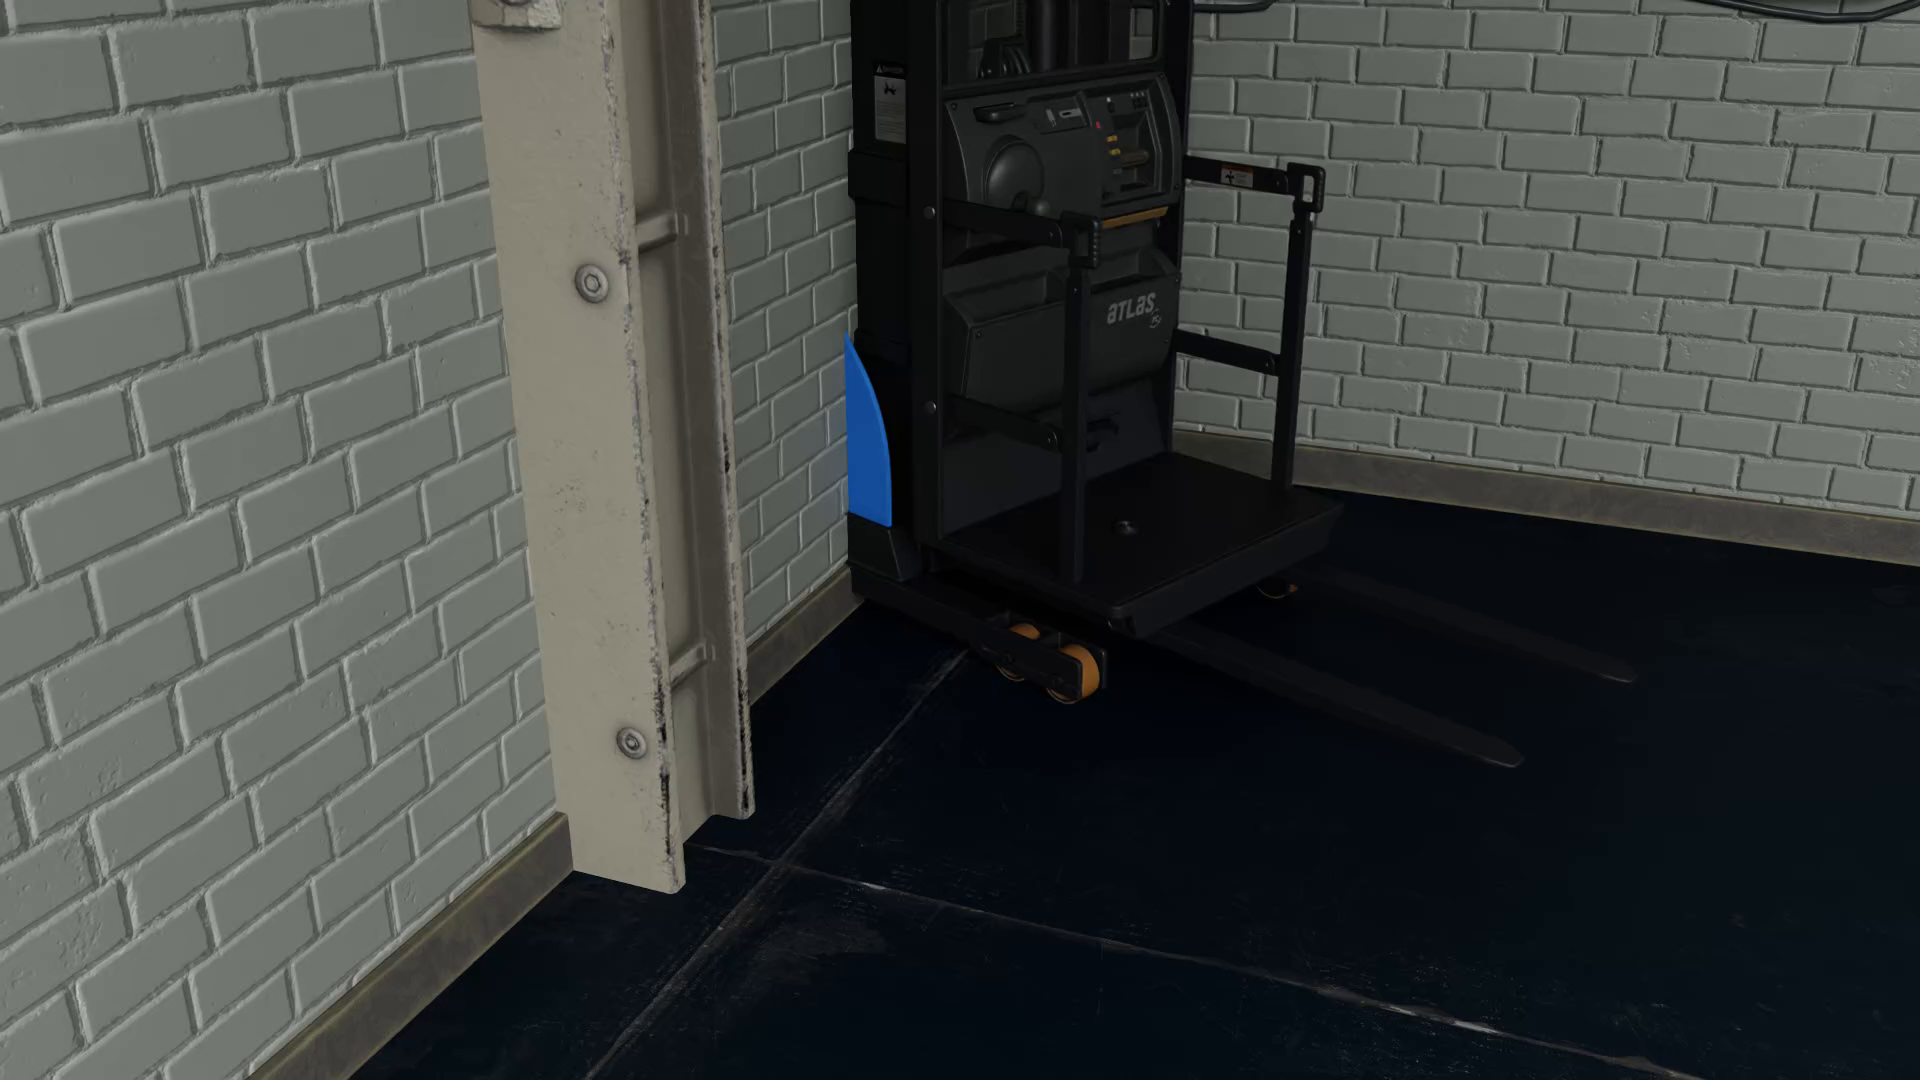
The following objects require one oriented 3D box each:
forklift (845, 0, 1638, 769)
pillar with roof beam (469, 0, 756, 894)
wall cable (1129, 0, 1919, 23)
[{"bbox_3d":[0.465,-1.118,4.624,1.130,2.935,3.031,-21,31,-41],"label":"forklift"},{"bbox_3d":[3.274,-2.817,0.819,9.100,9.000,0.400,9,24,20],"label":"pillar with roof beam"},{"bbox_3d":[1.599,-2.866,4.964,3.097,2.526,0.112,9,24,20],"label":"wall cable"}]
